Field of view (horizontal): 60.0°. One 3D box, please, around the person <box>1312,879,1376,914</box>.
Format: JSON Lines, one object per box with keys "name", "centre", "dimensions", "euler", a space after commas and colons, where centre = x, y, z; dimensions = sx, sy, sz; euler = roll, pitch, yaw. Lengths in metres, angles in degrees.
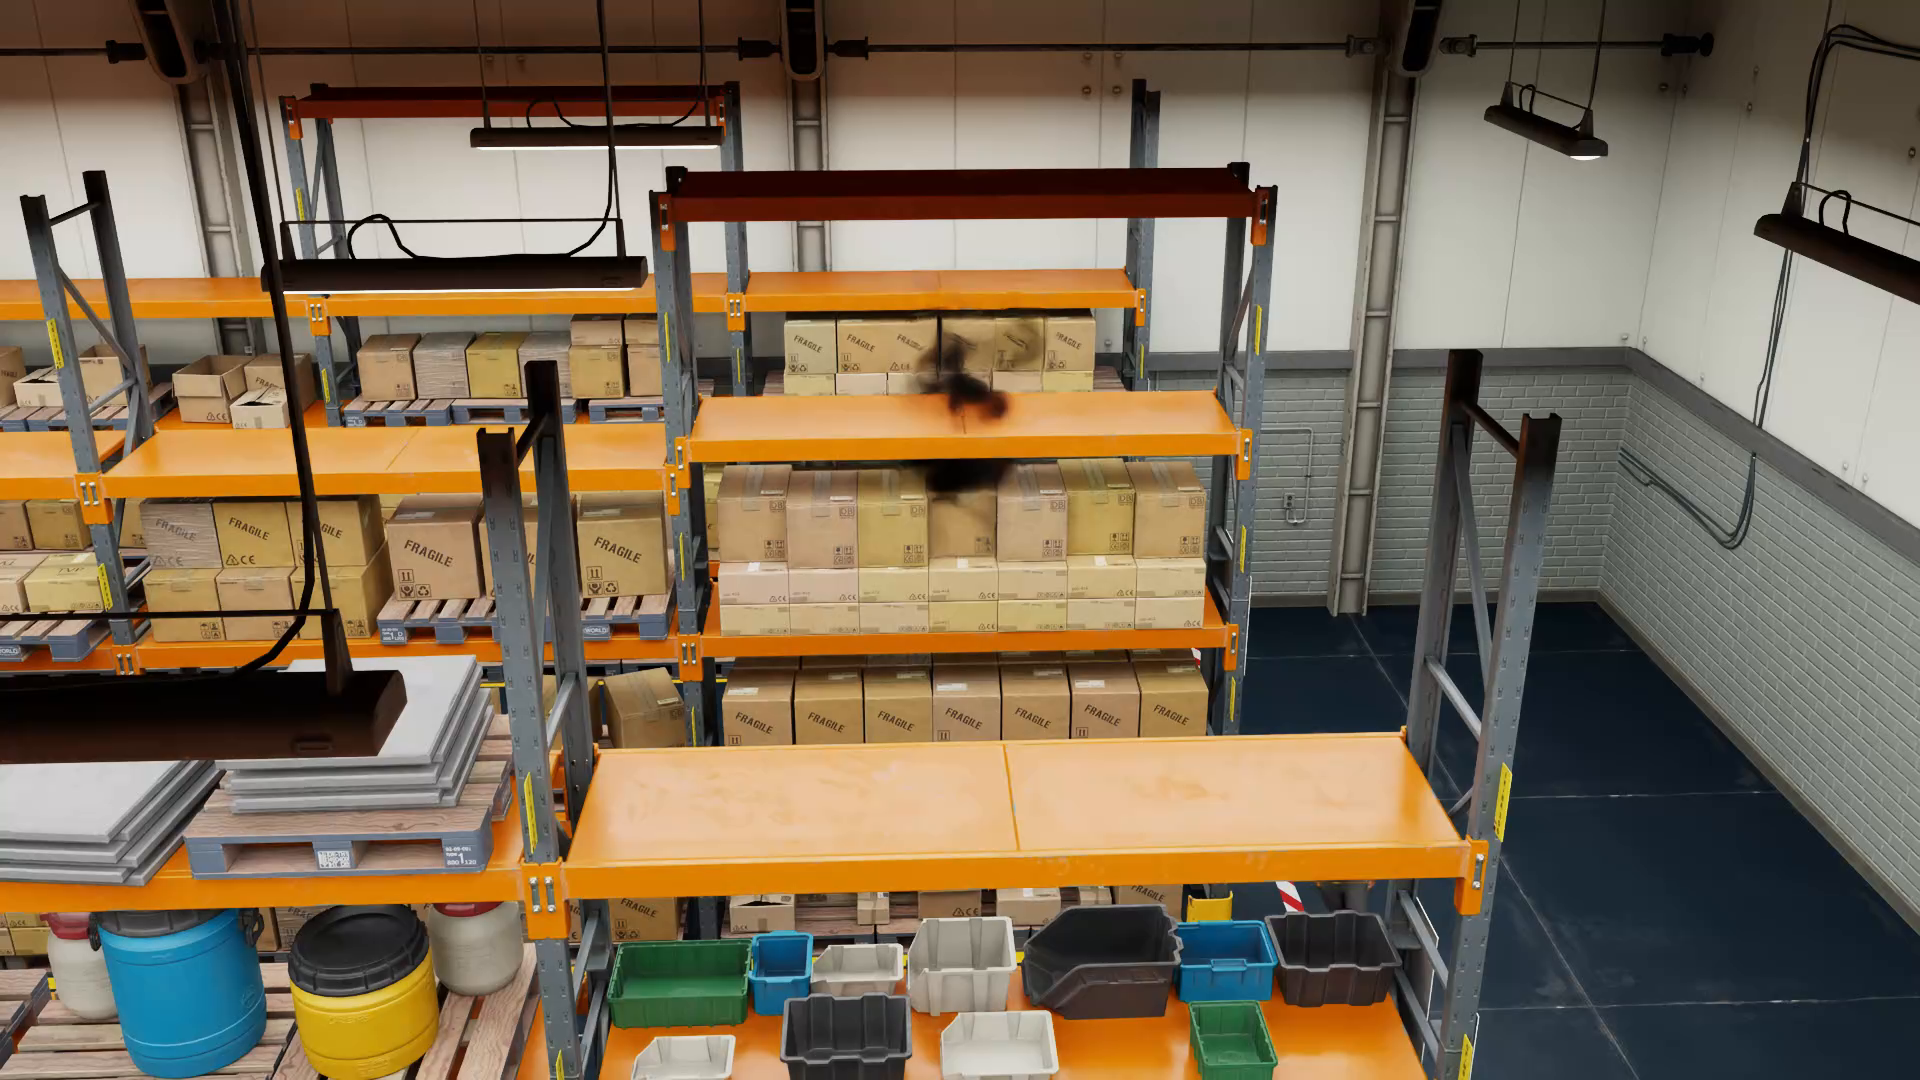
{"name": "person", "centre": [2.754, 2.532, 12.107], "dimensions": [0.679, 1.643, 0.812], "euler": [8, 23, 19]}
